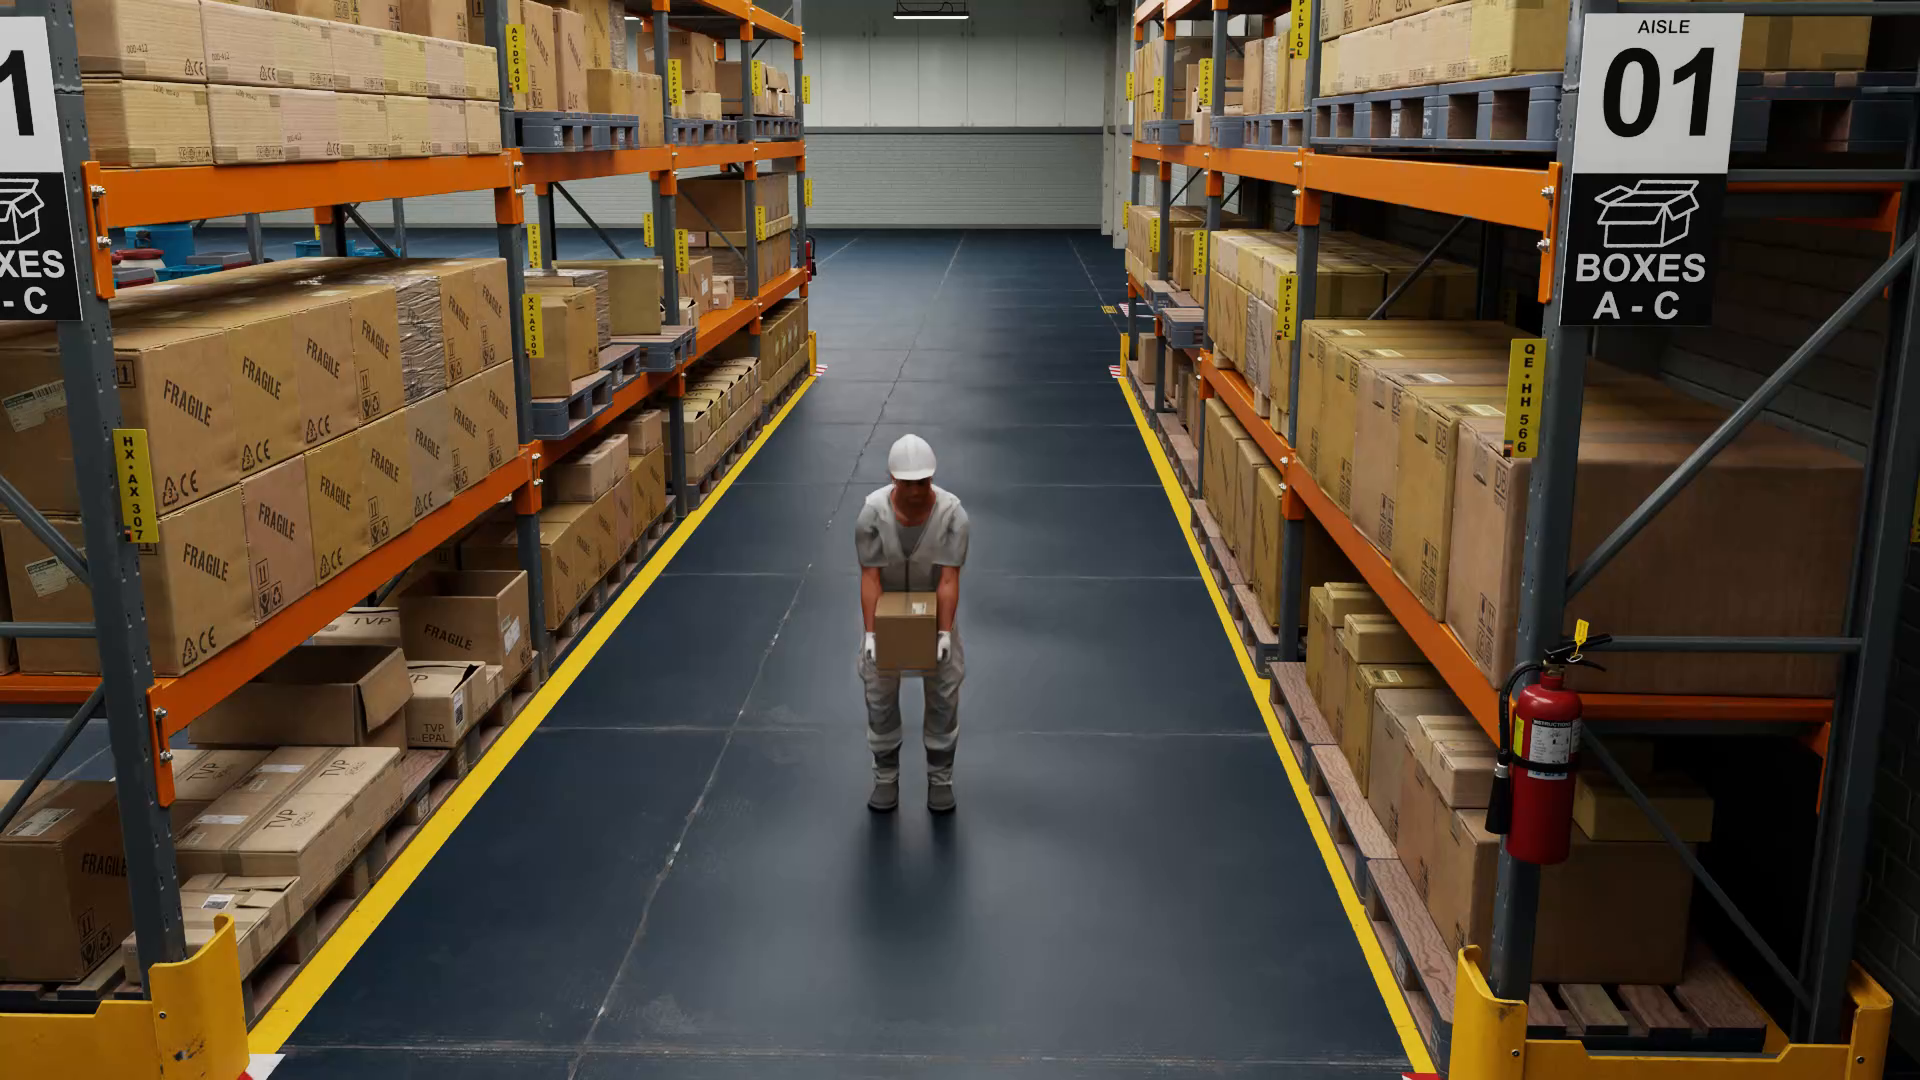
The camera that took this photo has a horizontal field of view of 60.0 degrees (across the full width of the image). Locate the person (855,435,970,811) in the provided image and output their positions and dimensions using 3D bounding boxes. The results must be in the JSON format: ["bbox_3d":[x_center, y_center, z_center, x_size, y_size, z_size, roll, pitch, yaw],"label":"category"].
[{"bbox_3d":[-0.203,0.363,7.142,0.488,1.702,0.638,0,14,0],"label":"person"}]
